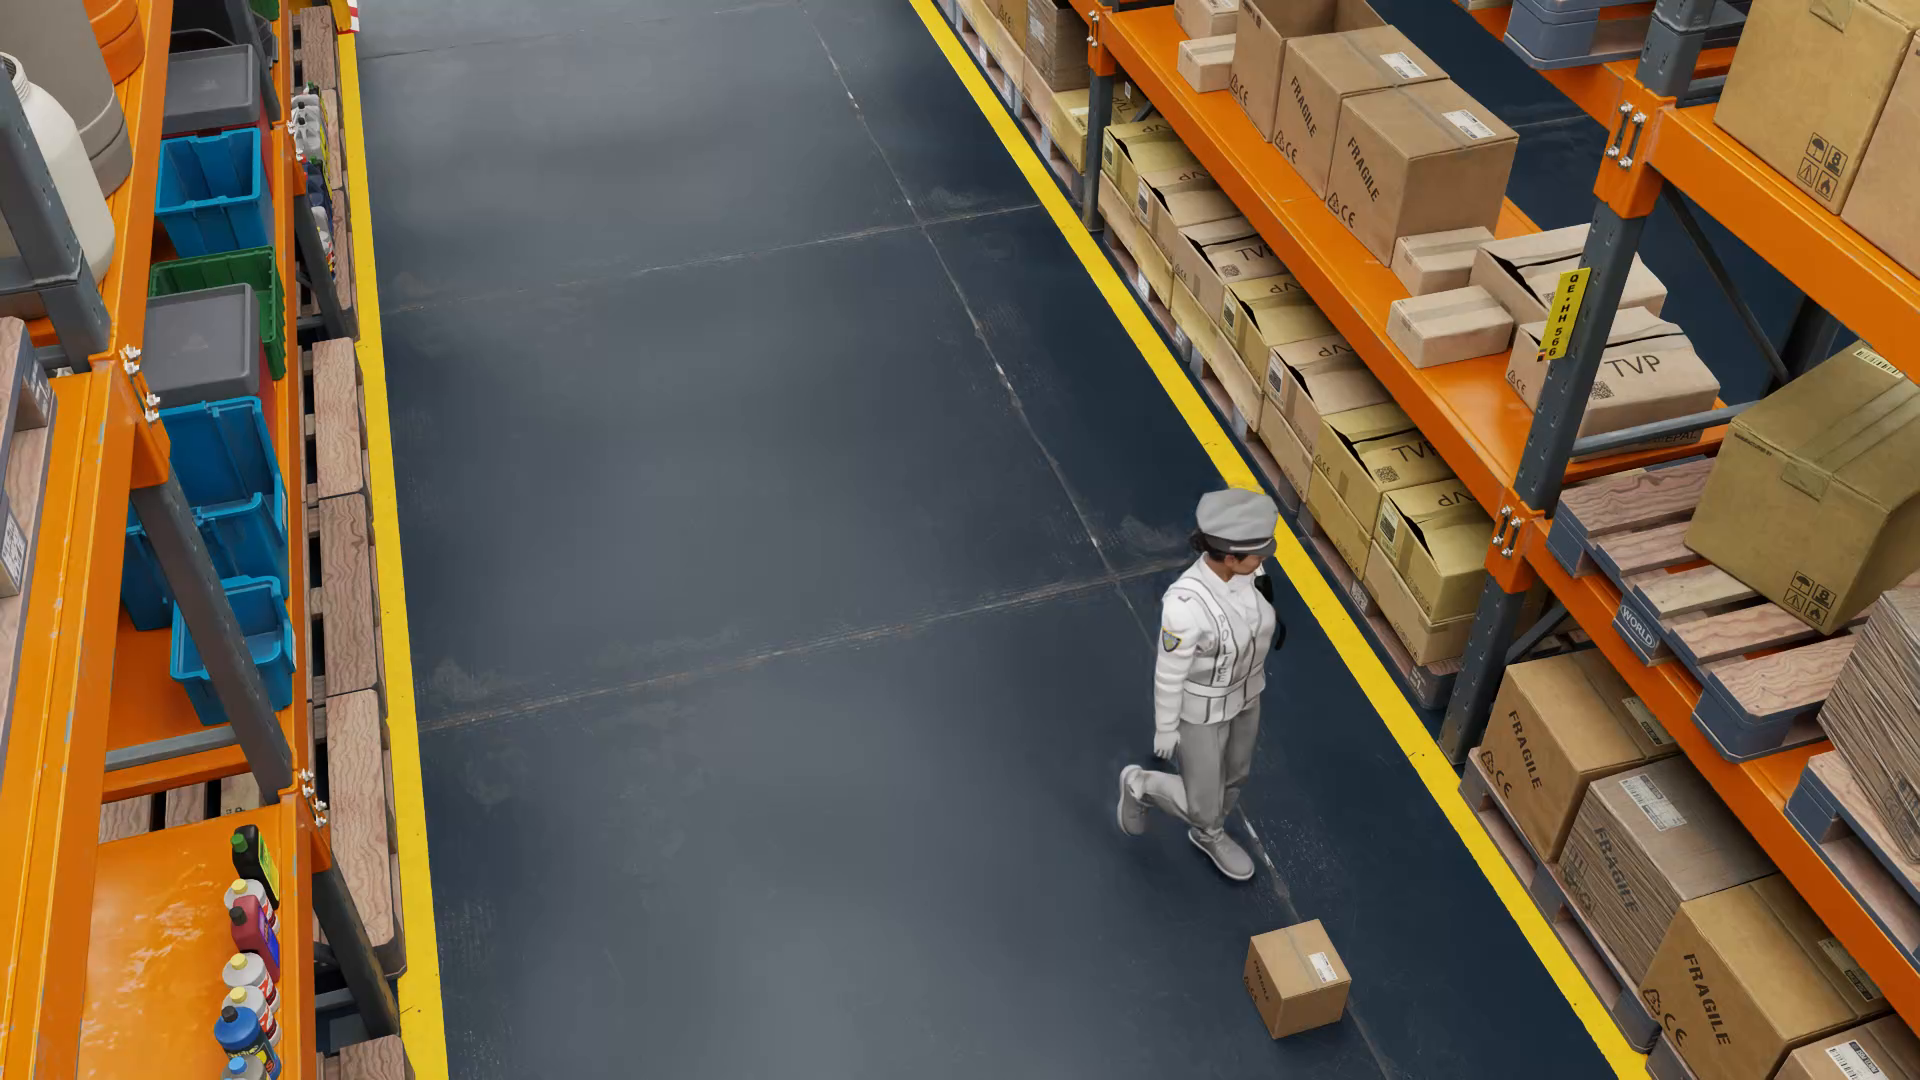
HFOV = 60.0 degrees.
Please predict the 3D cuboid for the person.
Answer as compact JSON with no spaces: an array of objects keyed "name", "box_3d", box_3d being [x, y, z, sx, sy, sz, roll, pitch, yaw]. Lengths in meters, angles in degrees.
[{"name":"person","box_3d":[0.846,0.530,5.552,0.475,1.663,0.500,33,52,31]}]
